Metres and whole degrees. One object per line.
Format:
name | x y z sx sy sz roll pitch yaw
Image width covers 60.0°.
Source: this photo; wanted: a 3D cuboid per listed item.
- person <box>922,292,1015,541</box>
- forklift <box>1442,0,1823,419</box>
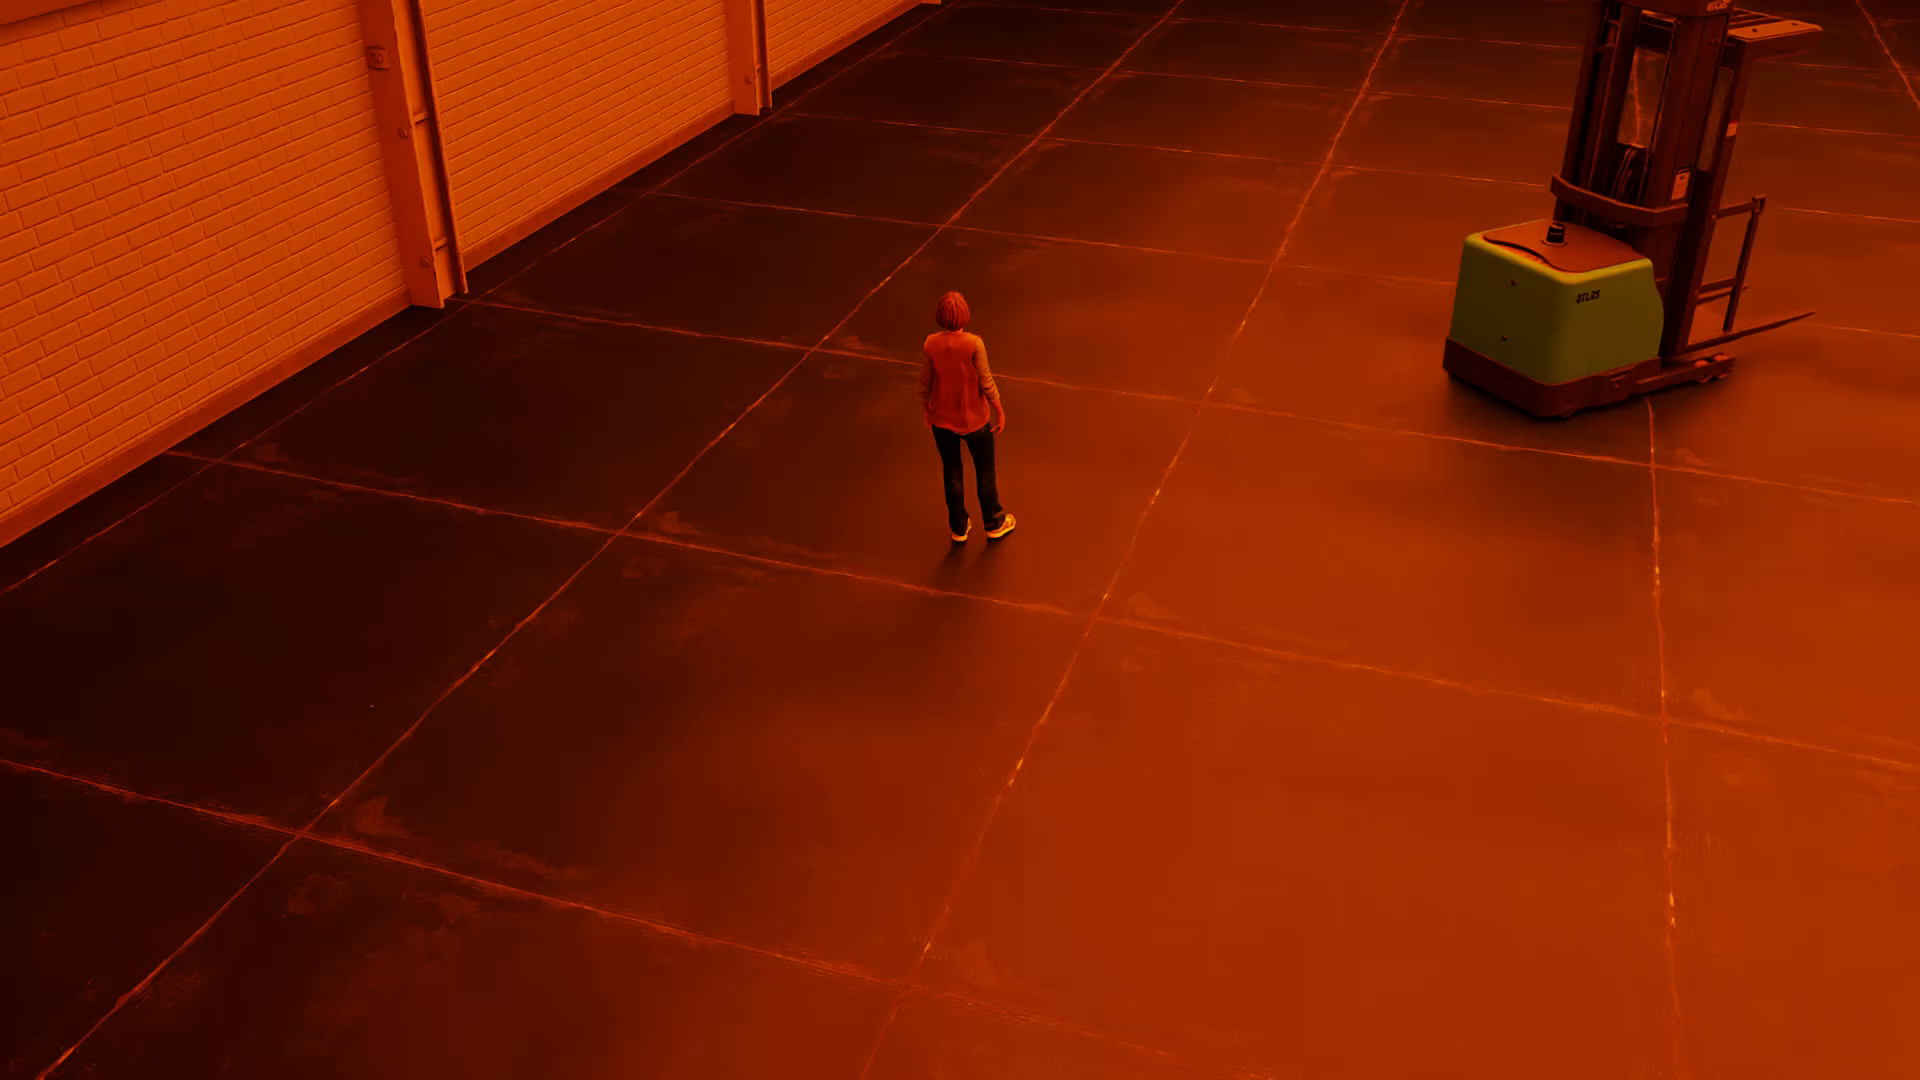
person | 0.041 -0.732 9.752 0.512 1.597 0.476 10 31 16
forklift | 5.075 -2.626 11.742 3.031 2.935 1.130 -15 33 -25
